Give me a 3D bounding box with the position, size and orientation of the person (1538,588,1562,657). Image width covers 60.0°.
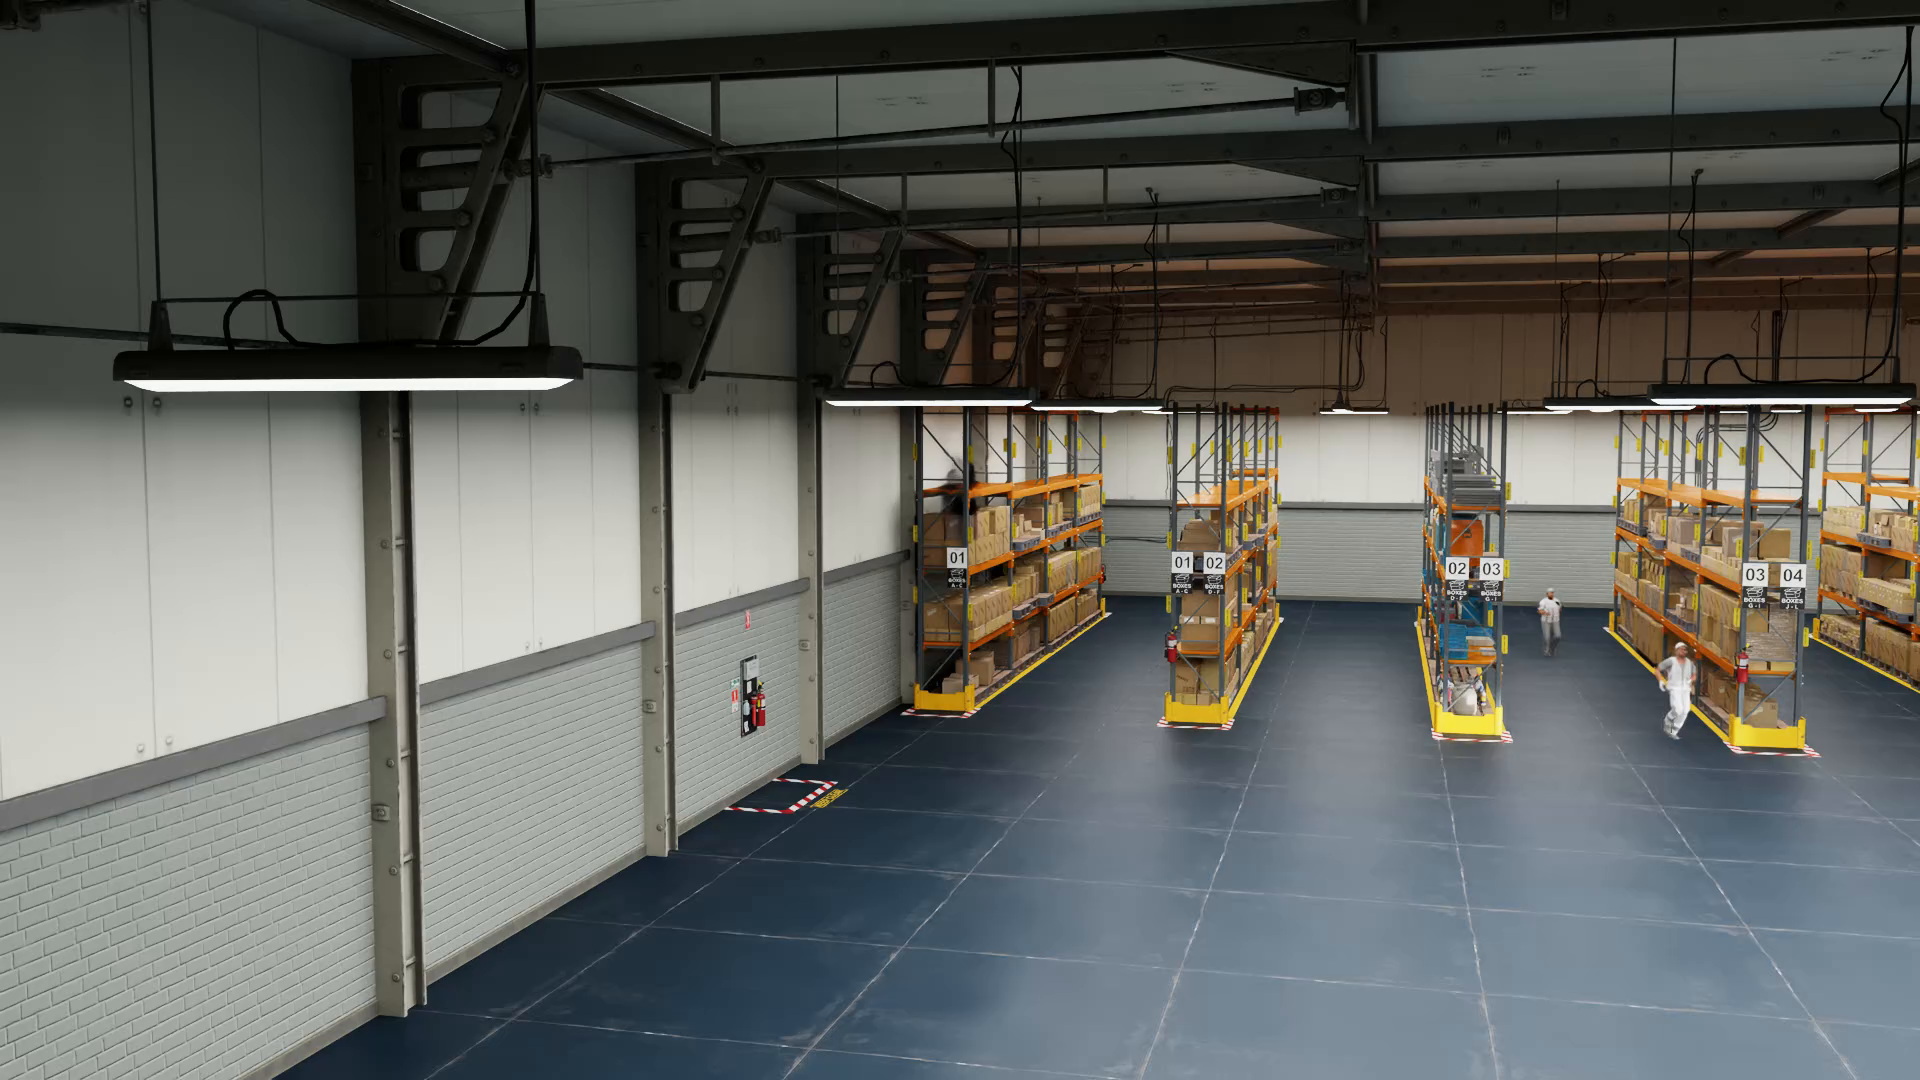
[{"bbox_3d":[14.118,1.973,39.694,0.589,1.647,0.590,0,4,4],"label":"person"}]

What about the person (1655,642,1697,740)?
[{"bbox_3d":[12.748,2.682,29.466,0.660,1.732,0.588,0,4,-5],"label":"person"}]
